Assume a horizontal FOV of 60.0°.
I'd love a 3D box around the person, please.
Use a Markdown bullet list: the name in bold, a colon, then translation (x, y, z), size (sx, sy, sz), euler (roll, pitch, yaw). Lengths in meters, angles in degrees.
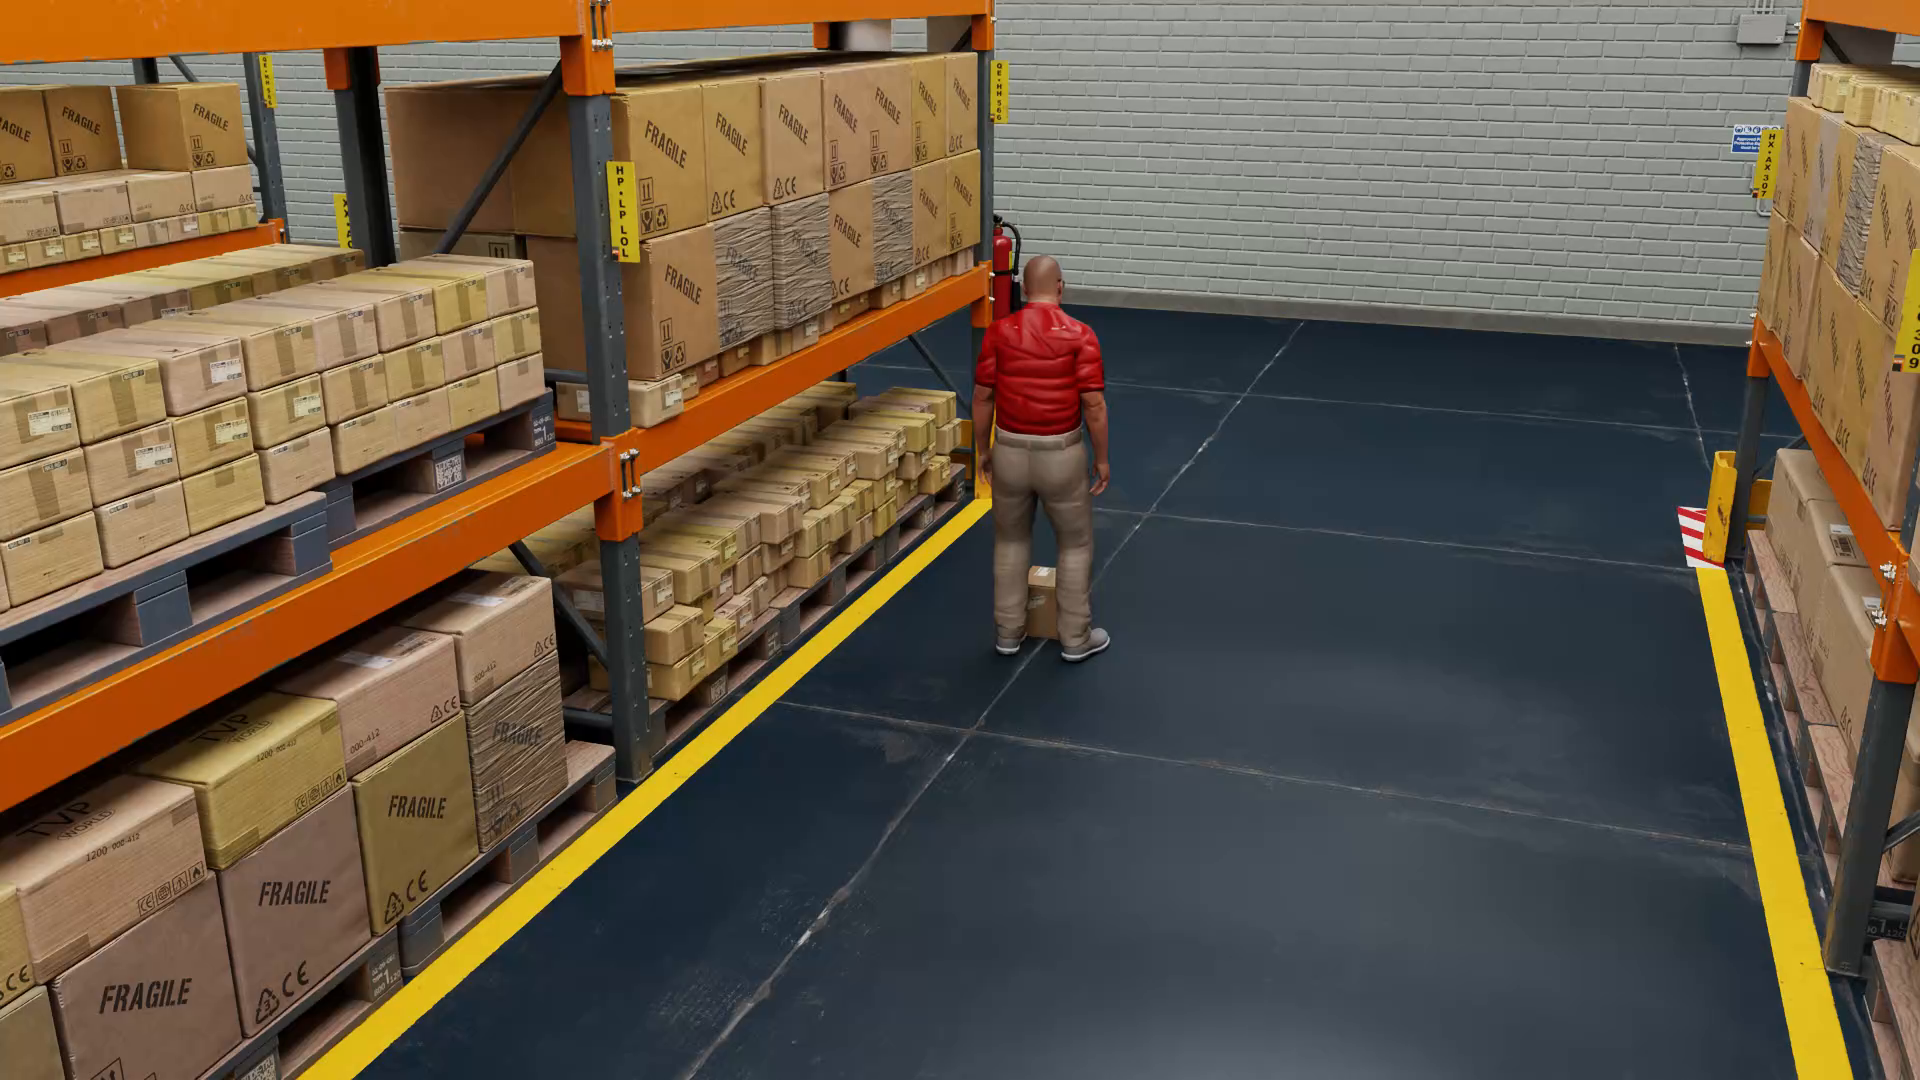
- **person**: translation (0.346, -0.338, 7.091), size (0.589, 1.726, 0.393), euler (6, 19, 17)
